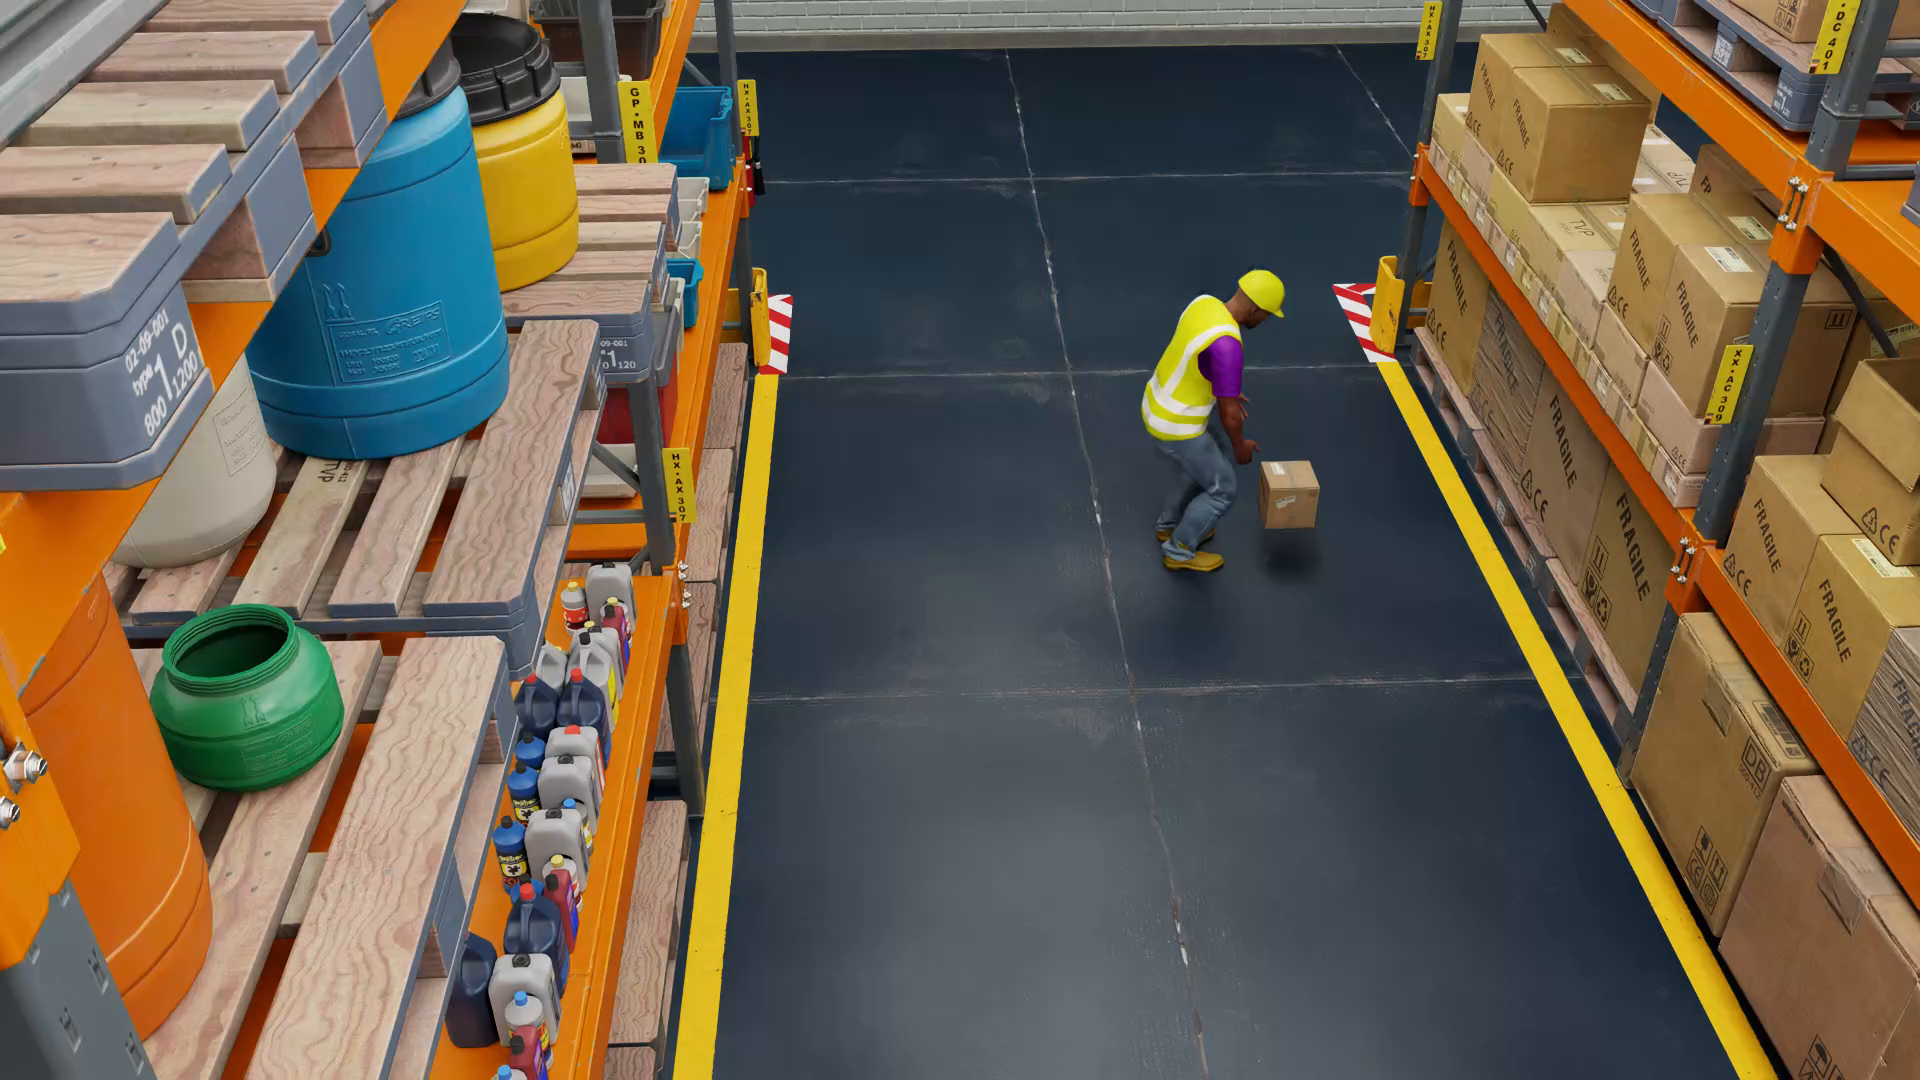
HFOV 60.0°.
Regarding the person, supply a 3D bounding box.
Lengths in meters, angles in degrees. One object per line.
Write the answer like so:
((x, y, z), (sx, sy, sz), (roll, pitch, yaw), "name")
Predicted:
((1.219, -0.639, 8.206), (0.644, 1.505, 0.621), (-1, 35, -2), "person")
